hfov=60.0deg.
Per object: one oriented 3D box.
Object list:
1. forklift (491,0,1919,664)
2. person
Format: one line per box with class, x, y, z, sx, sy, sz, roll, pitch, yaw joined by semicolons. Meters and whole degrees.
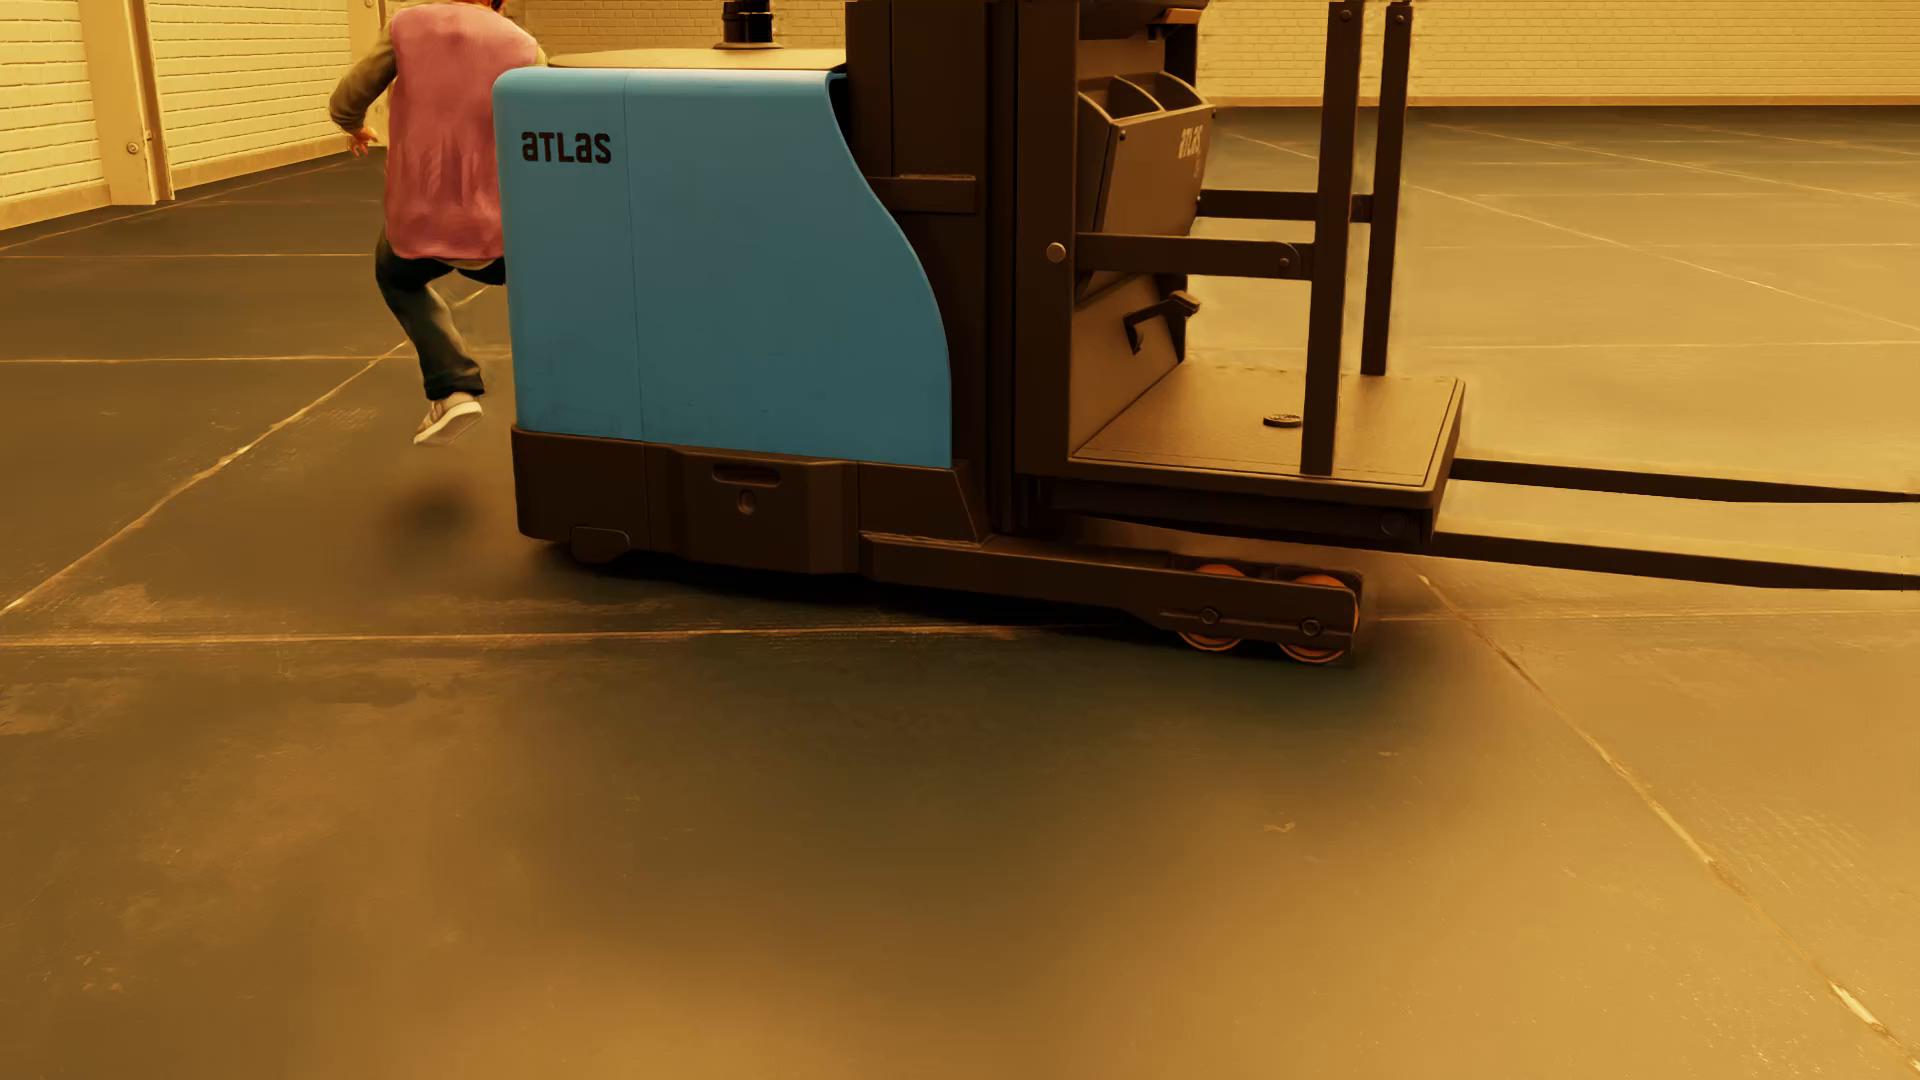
forklift;0.576;-1.343;3.296;3.031;2.935;1.130;6;18;18
person;-1.239;-0.862;4.383;0.765;1.440;0.682;-1;17;-2
